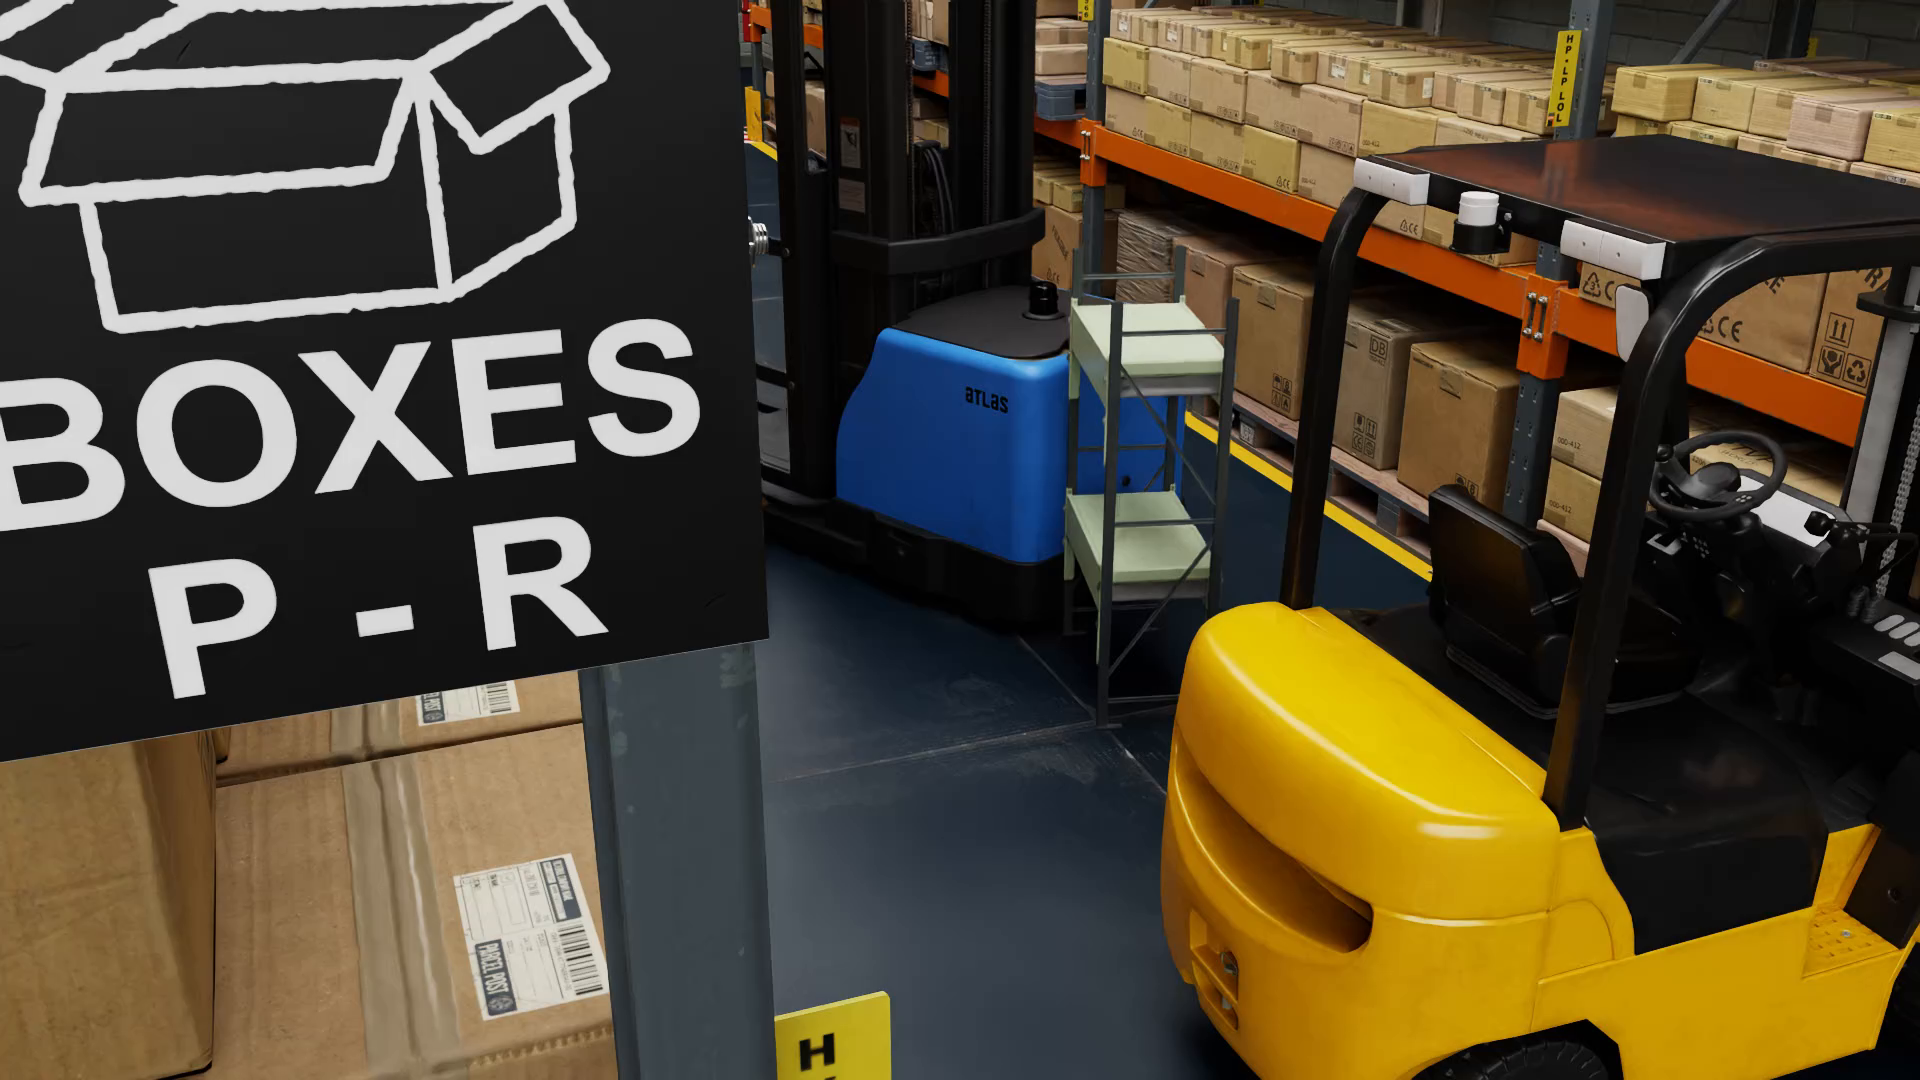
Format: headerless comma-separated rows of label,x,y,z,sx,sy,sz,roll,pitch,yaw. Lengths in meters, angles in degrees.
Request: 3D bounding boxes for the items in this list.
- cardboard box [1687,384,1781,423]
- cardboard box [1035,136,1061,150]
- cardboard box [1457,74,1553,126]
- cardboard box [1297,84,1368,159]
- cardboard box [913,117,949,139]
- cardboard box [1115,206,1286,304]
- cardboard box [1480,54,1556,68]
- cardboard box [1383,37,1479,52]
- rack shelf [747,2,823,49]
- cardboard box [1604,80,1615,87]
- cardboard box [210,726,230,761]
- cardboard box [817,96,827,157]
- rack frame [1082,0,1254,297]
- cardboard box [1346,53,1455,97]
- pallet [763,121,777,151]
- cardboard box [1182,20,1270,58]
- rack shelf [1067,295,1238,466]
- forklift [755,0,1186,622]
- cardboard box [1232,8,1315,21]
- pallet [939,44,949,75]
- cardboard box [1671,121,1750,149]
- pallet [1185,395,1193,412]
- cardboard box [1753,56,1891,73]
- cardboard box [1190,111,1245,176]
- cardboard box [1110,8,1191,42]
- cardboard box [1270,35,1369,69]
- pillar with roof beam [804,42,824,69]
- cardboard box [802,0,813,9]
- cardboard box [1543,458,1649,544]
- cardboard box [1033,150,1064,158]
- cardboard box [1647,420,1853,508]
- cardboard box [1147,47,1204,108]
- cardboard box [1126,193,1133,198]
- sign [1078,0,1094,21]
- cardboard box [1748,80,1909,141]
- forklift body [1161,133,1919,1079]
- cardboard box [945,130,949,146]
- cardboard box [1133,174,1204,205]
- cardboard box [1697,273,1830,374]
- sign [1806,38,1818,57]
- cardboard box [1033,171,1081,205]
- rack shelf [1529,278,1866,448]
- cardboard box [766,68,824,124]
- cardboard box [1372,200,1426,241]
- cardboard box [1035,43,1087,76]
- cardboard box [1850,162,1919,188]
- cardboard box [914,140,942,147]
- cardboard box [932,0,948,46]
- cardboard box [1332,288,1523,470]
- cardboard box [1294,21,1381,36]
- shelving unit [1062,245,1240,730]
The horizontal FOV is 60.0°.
cardboard box,2.981,-0.434,6.130,0.500,0.250,0.500,-8,24,-18
cardboard box,0.758,-2.792,11.854,0.380,0.149,0.250,-9,25,-21
cardboard box,2.190,-1.729,6.527,0.380,0.149,0.250,-9,24,-20
cardboard box,1.850,-1.876,7.389,0.500,0.250,0.500,-8,24,-18
cardboard box,-0.152,-3.190,12.798,0.380,0.149,0.250,-9,24,-20
cardboard box,1.421,-1.523,9.519,0.875,0.625,0.625,-8,24,-17
cardboard box,2.460,-1.987,7.138,0.380,0.149,0.250,-9,24,-20
cardboard box,2.208,-2.262,7.790,0.380,0.149,0.250,-8,24,-19
rack shelf,-0.906,-4.501,14.994,1.077,0.370,4.000,-8,24,-19
cardboard box,2.703,-1.701,6.460,0.380,0.149,0.250,-9,24,-20
cardboard box,-1.159,-0.048,1.702,0.700,0.500,0.500,-8,24,-18
cardboard box,-0.853,-3.673,14.779,0.700,0.500,0.500,-9,25,-21
rack frame,1.213,-2.653,9.681,1.000,3.000,0.127,-8,24,-19
cardboard box,1.902,-2.006,7.184,0.380,0.149,0.250,-9,24,-20
pallet,-1.303,-3.957,16.367,1.003,0.211,1.213,-8,24,-19
cardboard box,1.365,-2.561,8.501,0.380,0.149,0.250,-8,24,-18
rack shelf,0.632,-0.554,5.628,0.431,0.370,0.720,-2,23,-5
forklift,-0.492,-1.504,7.045,3.031,2.935,1.130,20,30,39
cardboard box,1.715,-2.827,9.132,0.380,0.149,0.250,-8,24,-18
pallet,0.522,-3.270,11.394,1.003,0.211,1.213,-8,24,-19
cardboard box,2.586,-1.298,5.505,0.380,0.149,0.250,-8,24,-18
pallet,1.468,-1.063,9.501,1.003,0.211,1.213,-8,24,-19
cardboard box,3.022,-1.607,5.853,0.380,0.149,0.250,-8,24,-19
cardboard box,1.503,-2.019,8.372,0.500,0.250,0.500,-9,25,-21
cardboard box,1.051,-2.841,9.165,0.380,0.149,0.250,-8,24,-17
cardboard box,1.699,-2.293,7.863,0.380,0.149,0.250,-8,24,-19
pillar with roof beam,-5.749,-8.837,16.629,9.100,9.000,0.400,-8,24,-19
cardboard box,-1.143,-4.876,14.766,0.500,0.250,0.500,-9,24,-20
cardboard box,2.509,-0.138,6.071,0.500,0.250,0.500,-8,24,-19
cardboard box,0.485,-2.527,11.227,0.380,0.149,0.250,-9,24,-20
cardboard box,2.675,-0.180,5.528,0.500,0.250,0.500,-8,24,-19
cardboard box,1.317,-2.437,8.719,0.500,0.250,0.500,-8,24,-17
cardboard box,1.172,-2.067,10.969,0.500,0.500,0.500,-8,24,-19
sign,0.709,-3.072,9.287,0.100,0.325,0.005,-8,24,-19
cardboard box,2.737,-1.351,5.246,0.380,0.149,0.250,-9,24,-20
forklift body,1.663,0.207,3.991,2.313,2.155,1.214,-8,24,-19
cardboard box,0.113,-2.904,12.121,0.380,0.149,0.250,-8,24,-19
cardboard box,1.321,-2.225,10.510,0.380,0.149,0.250,-7,24,-16
cardboard box,2.739,-0.861,5.303,0.500,0.500,0.500,-8,24,-18
sign,3.145,-1.711,6.232,0.100,0.325,0.005,-8,24,-19
cardboard box,0.677,-2.233,10.528,0.380,0.149,0.250,-10,25,-22
rack shelf,3.333,-0.141,4.649,1.077,0.370,4.000,-8,24,-19
cardboard box,-1.485,-4.367,16.423,0.797,0.503,0.637,-9,25,-21
cardboard box,2.021,-1.459,7.043,0.500,0.250,0.500,-8,24,-19
cardboard box,0.622,-2.916,10.090,0.380,0.149,0.250,-8,24,-18
cardboard box,2.813,-1.012,4.826,0.380,0.149,0.250,-9,24,-20
cardboard box,-0.042,-2.749,12.588,0.500,0.500,0.500,-9,24,-20
cardboard box,0.222,-3.666,11.416,0.700,0.500,0.500,-8,24,-19
cardboard box,2.165,-0.770,7.730,0.875,0.625,0.625,-9,24,-20
cardboard box,1.921,-2.540,8.450,0.380,0.149,0.250,-8,24,-19
shelving unit,0.632,-0.194,5.779,0.431,1.500,0.755,-2,23,-5
